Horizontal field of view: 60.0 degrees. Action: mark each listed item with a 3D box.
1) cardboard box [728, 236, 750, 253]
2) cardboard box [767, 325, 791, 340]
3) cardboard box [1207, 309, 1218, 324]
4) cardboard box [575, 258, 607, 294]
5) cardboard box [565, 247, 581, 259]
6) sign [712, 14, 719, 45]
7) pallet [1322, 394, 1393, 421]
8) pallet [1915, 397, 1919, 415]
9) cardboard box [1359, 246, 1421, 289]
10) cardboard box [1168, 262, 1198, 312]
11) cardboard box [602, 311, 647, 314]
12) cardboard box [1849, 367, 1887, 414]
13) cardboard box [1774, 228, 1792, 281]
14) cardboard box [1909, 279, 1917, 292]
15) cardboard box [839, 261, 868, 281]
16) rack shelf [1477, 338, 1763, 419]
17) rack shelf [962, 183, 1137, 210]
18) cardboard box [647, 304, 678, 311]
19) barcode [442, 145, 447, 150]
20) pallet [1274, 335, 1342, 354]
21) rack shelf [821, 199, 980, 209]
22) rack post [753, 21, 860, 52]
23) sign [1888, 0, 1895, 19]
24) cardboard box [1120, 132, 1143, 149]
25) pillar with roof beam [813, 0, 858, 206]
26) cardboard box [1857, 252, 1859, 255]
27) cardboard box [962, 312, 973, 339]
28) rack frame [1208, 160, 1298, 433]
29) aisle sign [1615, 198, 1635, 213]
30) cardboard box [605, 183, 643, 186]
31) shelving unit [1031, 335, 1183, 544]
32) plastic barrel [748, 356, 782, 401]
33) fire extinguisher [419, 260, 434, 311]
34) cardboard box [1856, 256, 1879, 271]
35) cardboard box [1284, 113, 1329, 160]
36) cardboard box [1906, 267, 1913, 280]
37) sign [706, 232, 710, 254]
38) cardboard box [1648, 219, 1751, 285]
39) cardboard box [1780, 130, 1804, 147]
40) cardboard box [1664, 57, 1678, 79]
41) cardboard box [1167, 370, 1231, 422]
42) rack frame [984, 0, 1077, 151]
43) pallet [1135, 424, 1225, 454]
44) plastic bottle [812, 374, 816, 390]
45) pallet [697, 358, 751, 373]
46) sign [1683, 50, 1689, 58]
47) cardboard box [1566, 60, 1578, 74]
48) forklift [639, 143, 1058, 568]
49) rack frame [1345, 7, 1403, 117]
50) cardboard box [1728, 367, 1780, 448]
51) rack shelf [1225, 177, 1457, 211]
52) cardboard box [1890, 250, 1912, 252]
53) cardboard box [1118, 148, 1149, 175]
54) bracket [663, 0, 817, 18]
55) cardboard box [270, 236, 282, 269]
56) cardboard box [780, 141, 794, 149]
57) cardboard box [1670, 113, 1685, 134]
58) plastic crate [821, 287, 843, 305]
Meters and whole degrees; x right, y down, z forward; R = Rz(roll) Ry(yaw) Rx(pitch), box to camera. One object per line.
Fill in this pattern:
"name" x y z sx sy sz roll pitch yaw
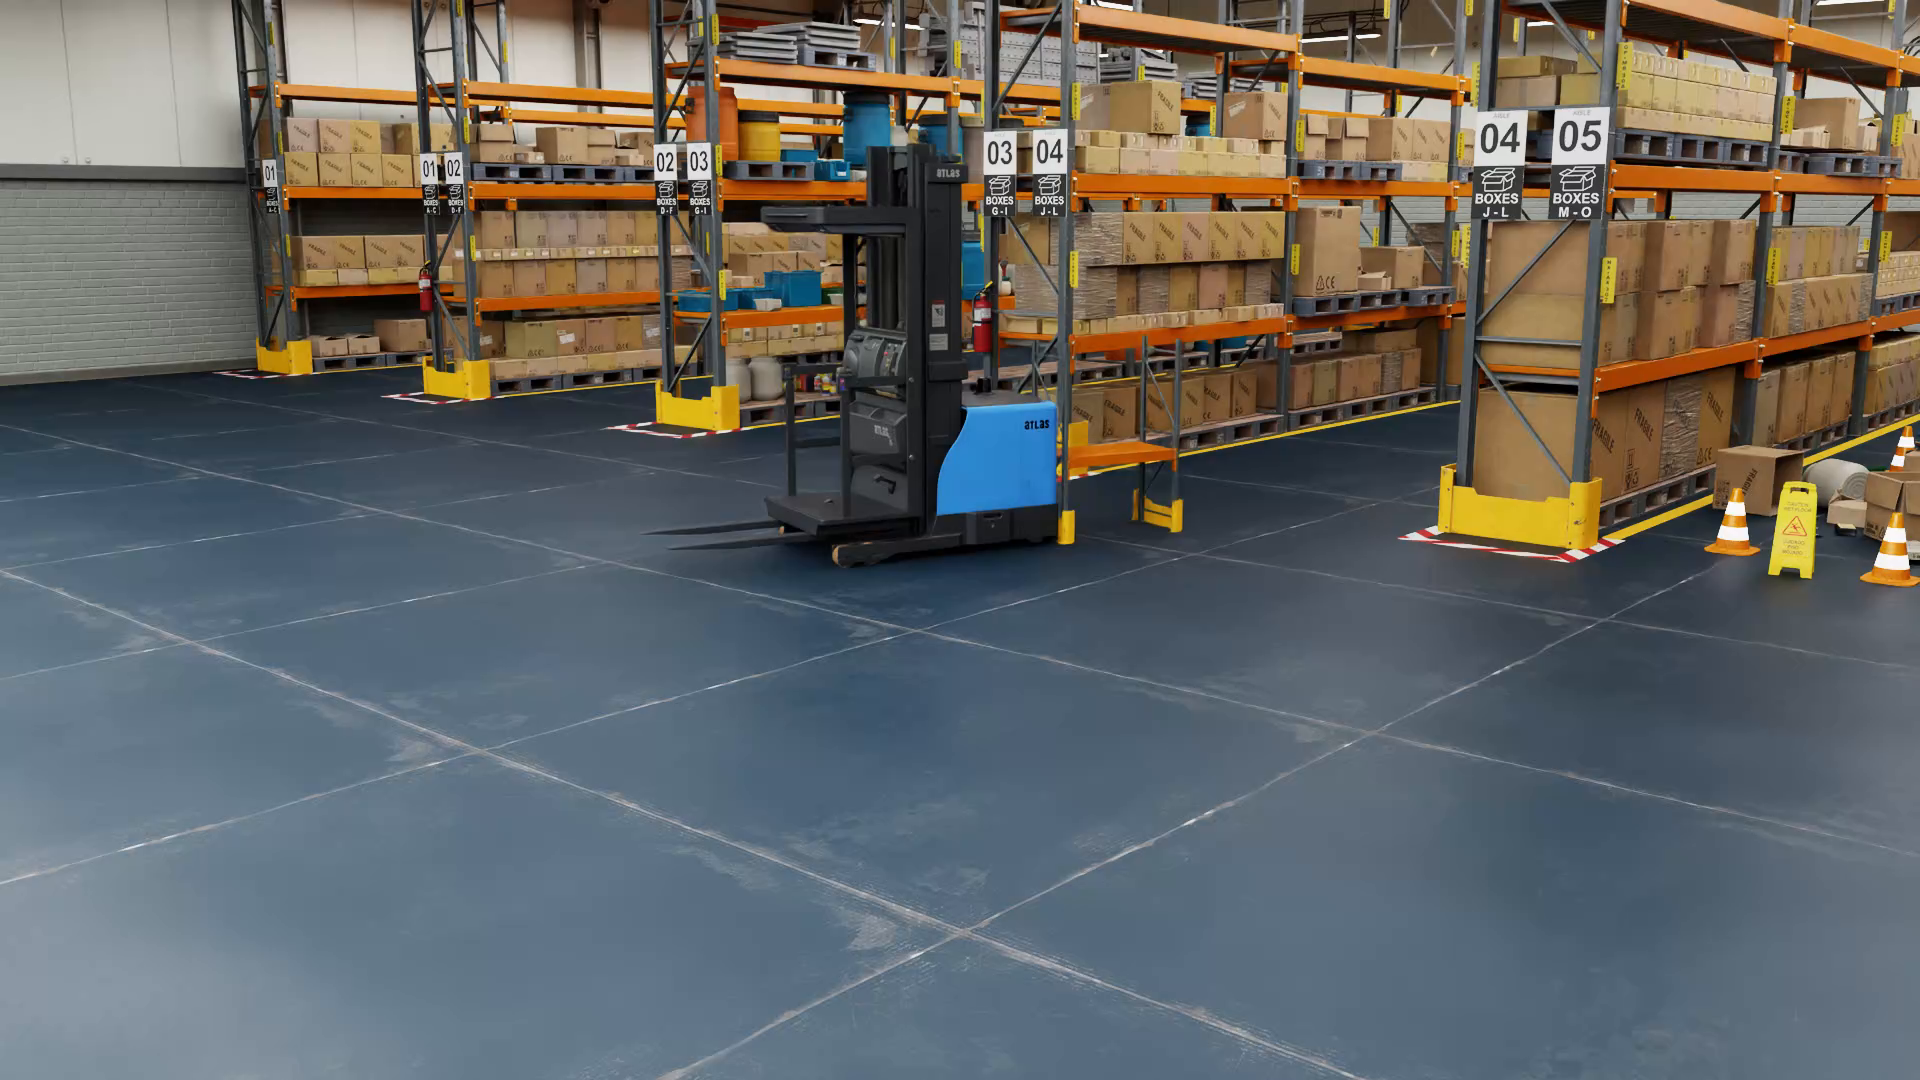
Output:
"cardboard box" -4.372 -5.571 31.881 0.500 0.500 0.500 10 15 42
"cardboard box" -3.020 -3.334 26.263 0.500 0.311 0.500 9 14 38
"cardboard box" 2.501 -2.372 17.571 0.380 0.149 0.250 10 15 40
"cardboard box" -5.457 -3.780 23.721 0.700 0.500 0.500 10 15 42
"cardboard box" -5.526 -4.022 23.279 0.380 0.149 0.250 10 15 40
"sign" -2.666 -5.562 18.117 0.100 0.325 0.005 10 15 40
"pallet" 4.602 -1.670 20.534 1.003 0.211 1.213 10 15 40
"pallet" 11.711 -1.781 21.091 1.003 0.211 1.213 10 15 40
"cardboard box" 5.305 -3.406 20.780 0.500 0.500 0.700 -9 15 -39
"cardboard box" 1.969 -2.655 17.333 0.875 0.500 0.500 10 15 40
"cardboard box" -5.020 -3.147 24.842 0.500 0.500 0.500 10 15 40
"cardboard box" 10.242 -1.726 19.005 0.500 0.500 0.500 9 14 38
"cardboard box" 7.605 -2.776 16.141 0.700 0.500 0.500 9 15 39
"cardboard box" 11.253 -3.070 19.993 0.380 0.149 0.250 11 15 43
"cardboard box" -1.787 -4.521 27.915 0.500 0.311 0.500 11 16 44
"rack shelf" 5.623 -1.439 14.096 1.077 0.370 4.000 10 15 40
"rack shelf" 0.884 -4.795 23.240 1.077 0.370 4.000 10 15 40
"cardboard box" -5.674 -4.130 30.987 0.700 0.500 0.500 10 15 41
"barcode" -6.958 -5.298 22.437 0.001 0.075 0.075 10 15 40
"pallet" 6.106 -3.486 29.626 1.003 0.211 1.213 10 15 40
"rack shelf" -1.277 -7.253 35.546 1.077 0.370 4.000 10 15 40
"rack post" -1.821 -5.988 19.911 0.937 0.300 0.954 9 15 39
"sign" 11.829 -6.775 21.070 0.100 0.325 0.005 10 15 40
"cardboard box" 1.551 -3.867 16.121 0.380 0.149 0.250 11 15 43
"pillar with roof beam" 0.449 -8.441 31.998 9.100 9.000 0.548 10 15 40
"cardboard box" 10.766 -3.449 20.372 0.380 0.149 0.250 11 15 42
"cardboard box" 0.018 -3.861 29.641 0.500 0.500 0.500 9 14 38
"rack frame" 3.284 -2.743 18.784 1.000 3.000 0.127 10 15 40
"aisle sign" 11.028 -5.832 27.616 0.394 0.787 0.004 10 15 40
"cardboard box" -6.163 -6.605 30.149 0.637 0.503 0.797 -10 15 -40
"shelving unit" 1.136 -0.804 12.906 1.083 1.500 0.587 -6 13 -28
"plastic barrel" -2.369 -1.961 20.150 0.421 0.512 0.421 0 11 0
"fire extinguisher" -7.222 -3.440 22.474 0.296 0.674 0.183 10 15 40
"cardboard box" 10.037 -3.093 18.589 0.380 0.149 0.250 10 15 40
"cardboard box" 3.669 -4.526 18.721 0.797 0.503 0.637 9 14 38
"cardboard box" 11.078 -3.179 19.777 0.380 0.149 0.250 11 15 42
"sign" -3.737 -4.416 24.749 0.100 0.325 0.005 10 15 40
"cardboard box" 6.398 -2.544 14.649 0.875 0.550 0.550 10 15 40
"cardboard box" 7.814 -3.810 15.782 0.250 0.149 0.380 10 15 40
"cardboard box" 5.265 -3.611 12.752 0.380 0.149 0.250 10 15 41
"cardboard box" 2.618 -1.584 18.292 0.500 0.500 0.500 -7 13 -30
"rack frame" 0.644 -5.096 15.250 1.000 3.000 0.127 10 15 40
"pallet" 2.062 -1.091 17.637 1.003 0.211 1.213 10 15 40
"plastic bottle" -1.915 -2.055 21.174 0.152 0.276 0.135 9 15 39
"pallet" -3.698 -2.770 26.040 1.003 0.211 1.213 10 15 40
"sign" 11.604 -7.875 26.575 0.100 0.325 0.005 10 15 40
"cardboard box" 4.605 -3.659 12.994 0.380 0.149 0.250 10 15 41
"forklift" -0.802 -1.358 12.029 3.031 2.935 1.130 -6 13 -28
"rack frame" 7.485 -8.090 30.242 1.000 3.000 0.127 10 15 40
"cardboard box" 7.286 -1.292 16.194 1.050 0.750 0.750 10 15 40
"rack shelf" 4.604 -4.155 20.034 1.077 0.370 4.000 10 15 40
"cardboard box" 12.331 -3.566 21.892 0.500 0.500 0.500 10 15 40
"cardboard box" 1.492 -3.666 16.130 0.500 0.250 0.500 9 15 39
"bracket" -4.504 -10.274 31.986 0.076 0.066 4.783 10 15 40
"cardboard box" -10.367 -4.476 25.881 0.500 0.500 0.500 10 15 40
"cardboard box" -3.630 -7.749 32.897 0.500 0.250 0.500 9 15 39
"cardboard box" 5.436 -3.258 13.021 0.380 0.149 0.250 10 15 41
"plastic crate" -1.544 -3.116 21.194 0.450 0.188 0.662 10 15 40
